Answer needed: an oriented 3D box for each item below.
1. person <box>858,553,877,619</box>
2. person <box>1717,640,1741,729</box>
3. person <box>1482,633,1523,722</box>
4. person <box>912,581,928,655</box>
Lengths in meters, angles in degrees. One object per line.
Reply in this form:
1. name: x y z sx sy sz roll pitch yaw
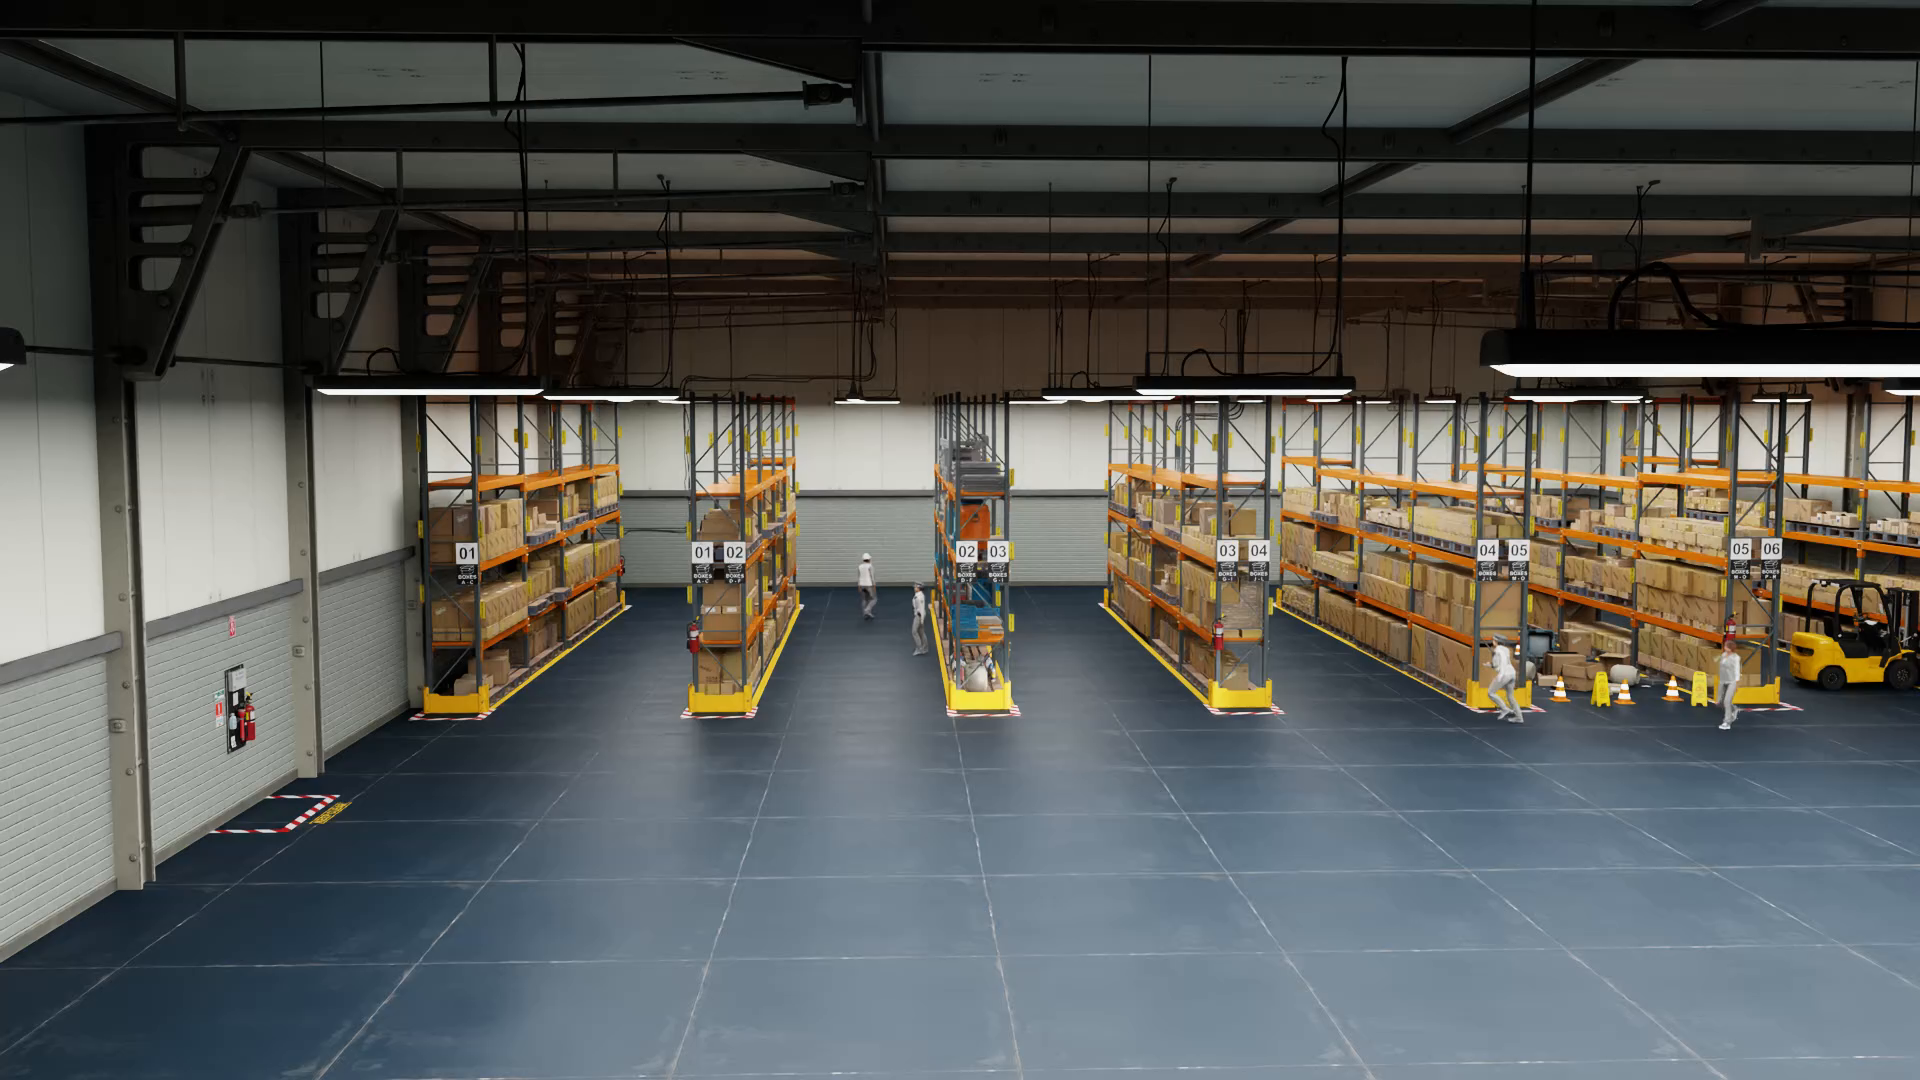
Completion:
1. person: -2.532 1.244 44.941 0.565 1.776 0.486 3 6 37
2. person: 13.694 2.558 29.539 0.619 1.562 0.419 -3 5 -31
3. person: 9.913 2.500 30.379 0.588 1.587 0.831 -4 6 -40
4. person: -0.938 1.809 38.597 0.403 1.720 0.531 0 5 -5
